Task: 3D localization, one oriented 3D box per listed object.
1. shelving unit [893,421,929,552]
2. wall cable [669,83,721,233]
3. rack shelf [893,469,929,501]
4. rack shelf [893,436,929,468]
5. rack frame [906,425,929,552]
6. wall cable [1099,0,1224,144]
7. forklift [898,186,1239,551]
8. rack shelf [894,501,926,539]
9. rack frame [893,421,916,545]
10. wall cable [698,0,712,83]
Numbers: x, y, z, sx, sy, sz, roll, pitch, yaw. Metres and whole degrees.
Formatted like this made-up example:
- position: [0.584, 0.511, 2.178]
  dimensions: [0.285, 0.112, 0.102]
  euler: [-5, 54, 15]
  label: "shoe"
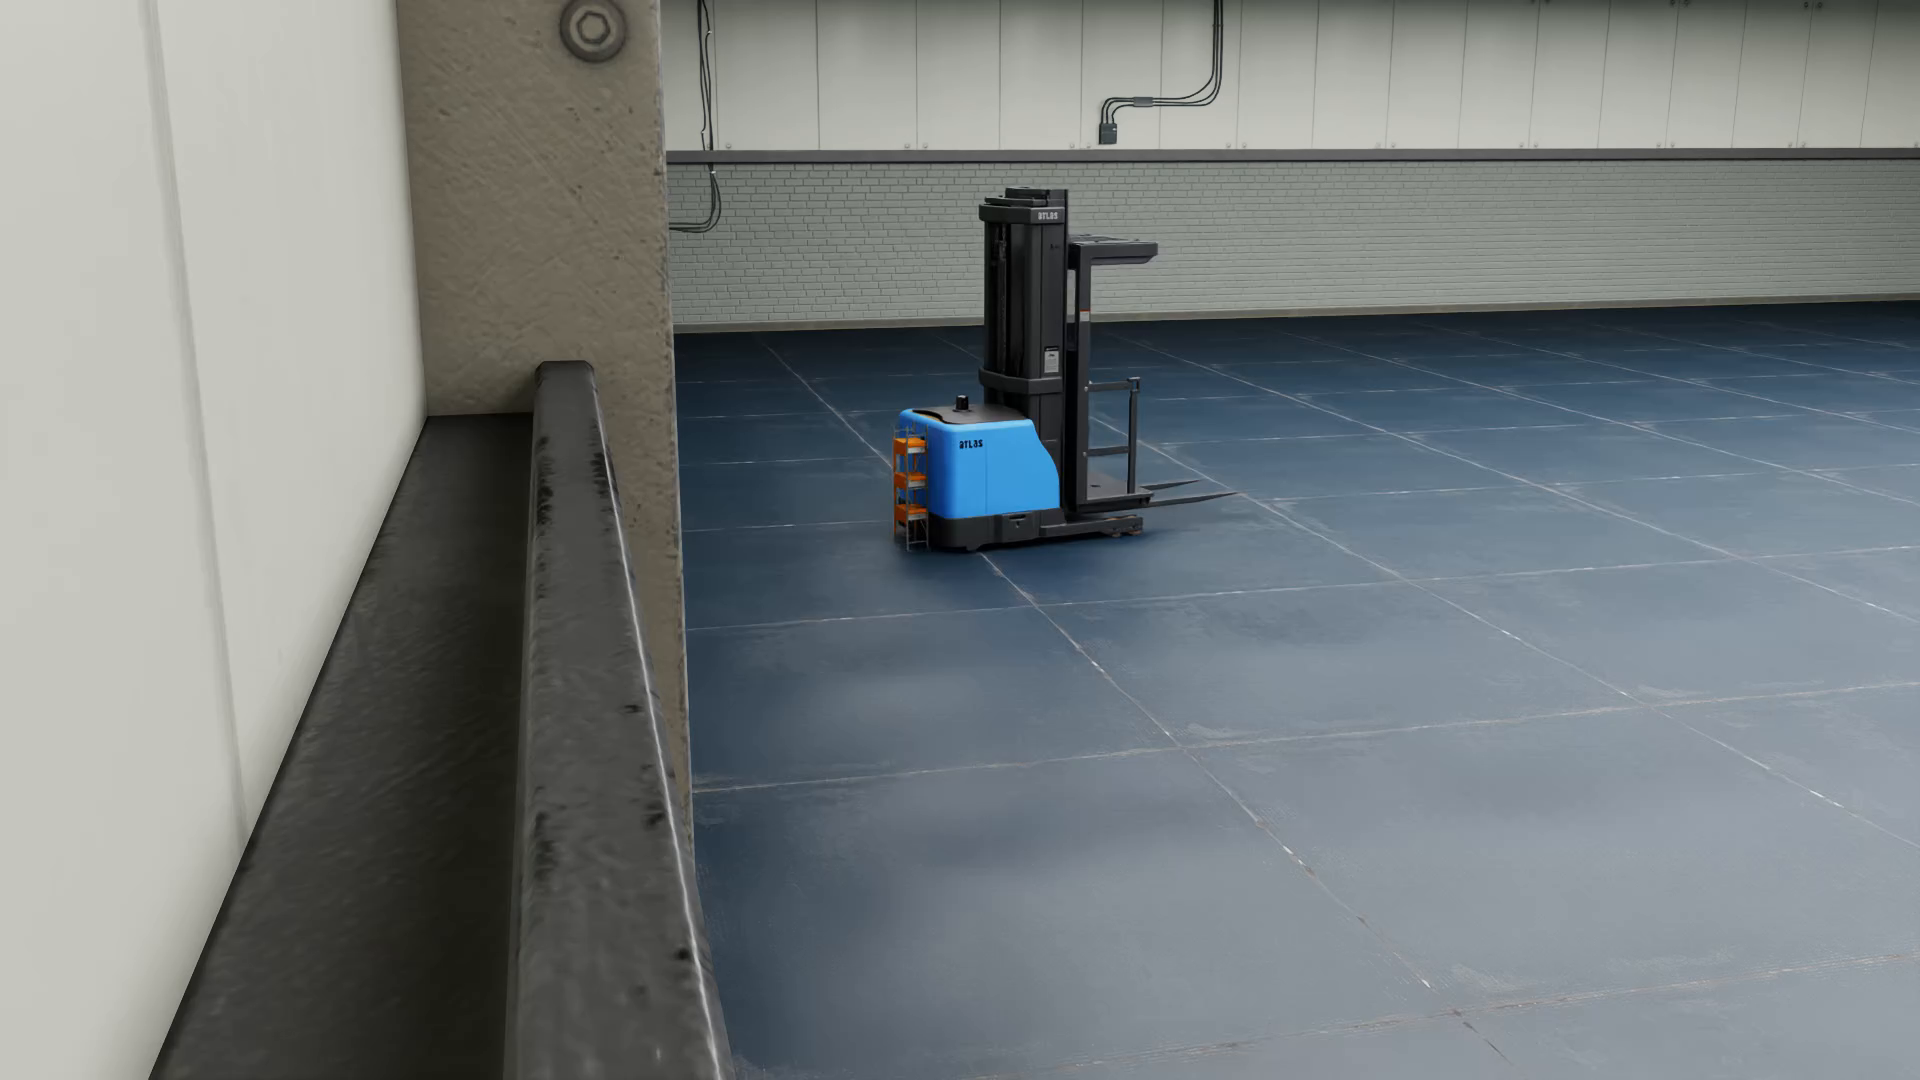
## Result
- position: [-0.408, -0.449, 13.829]
  dimensions: [0.215, 1.050, 0.252]
  euler: [-7, 15, -26]
  label: "shelving unit"
- position: [-5.597, -6.407, 28.013]
  dimensions: [3.097, 2.526, 0.112]
  euler: [-3, 14, -13]
  label: "wall cable"
- position: [-0.408, -0.438, 13.831]
  dimensions: [0.215, 0.259, 0.240]
  euler: [-7, 15, -26]
  label: "rack shelf"
- position: [-0.408, -0.714, 13.764]
  dimensions: [0.215, 0.259, 0.240]
  euler: [-7, 15, -26]
  label: "rack shelf"
- position: [-0.352, -0.423, 13.723]
  dimensions: [0.200, 1.050, 0.008]
  euler: [-7, 15, -26]
  label: "rack frame"
- position: [3.635, -10.093, 29.391]
  dimensions: [2.305, 6.003, 0.169]
  euler: [-3, 14, -13]
  label: "wall cable"
- position: [1.020, -1.553, 14.384]
  dimensions: [3.031, 2.935, 1.130]
  euler: [-7, 15, -25]
  label: "forklift"
- position: [-0.408, -0.168, 13.897]
  dimensions: [0.215, 0.259, 0.240]
  euler: [-7, 15, -26]
  label: "rack shelf"
- position: [-0.463, -0.474, 13.934]
  dimensions: [0.200, 1.050, 0.008]
  euler: [-7, 15, -26]
  label: "rack frame"
- position: [-2.967, -9.012, 28.030]
  dimensions: [3.097, 2.526, 0.112]
  euler: [-3, 14, -13]
  label: "wall cable"
